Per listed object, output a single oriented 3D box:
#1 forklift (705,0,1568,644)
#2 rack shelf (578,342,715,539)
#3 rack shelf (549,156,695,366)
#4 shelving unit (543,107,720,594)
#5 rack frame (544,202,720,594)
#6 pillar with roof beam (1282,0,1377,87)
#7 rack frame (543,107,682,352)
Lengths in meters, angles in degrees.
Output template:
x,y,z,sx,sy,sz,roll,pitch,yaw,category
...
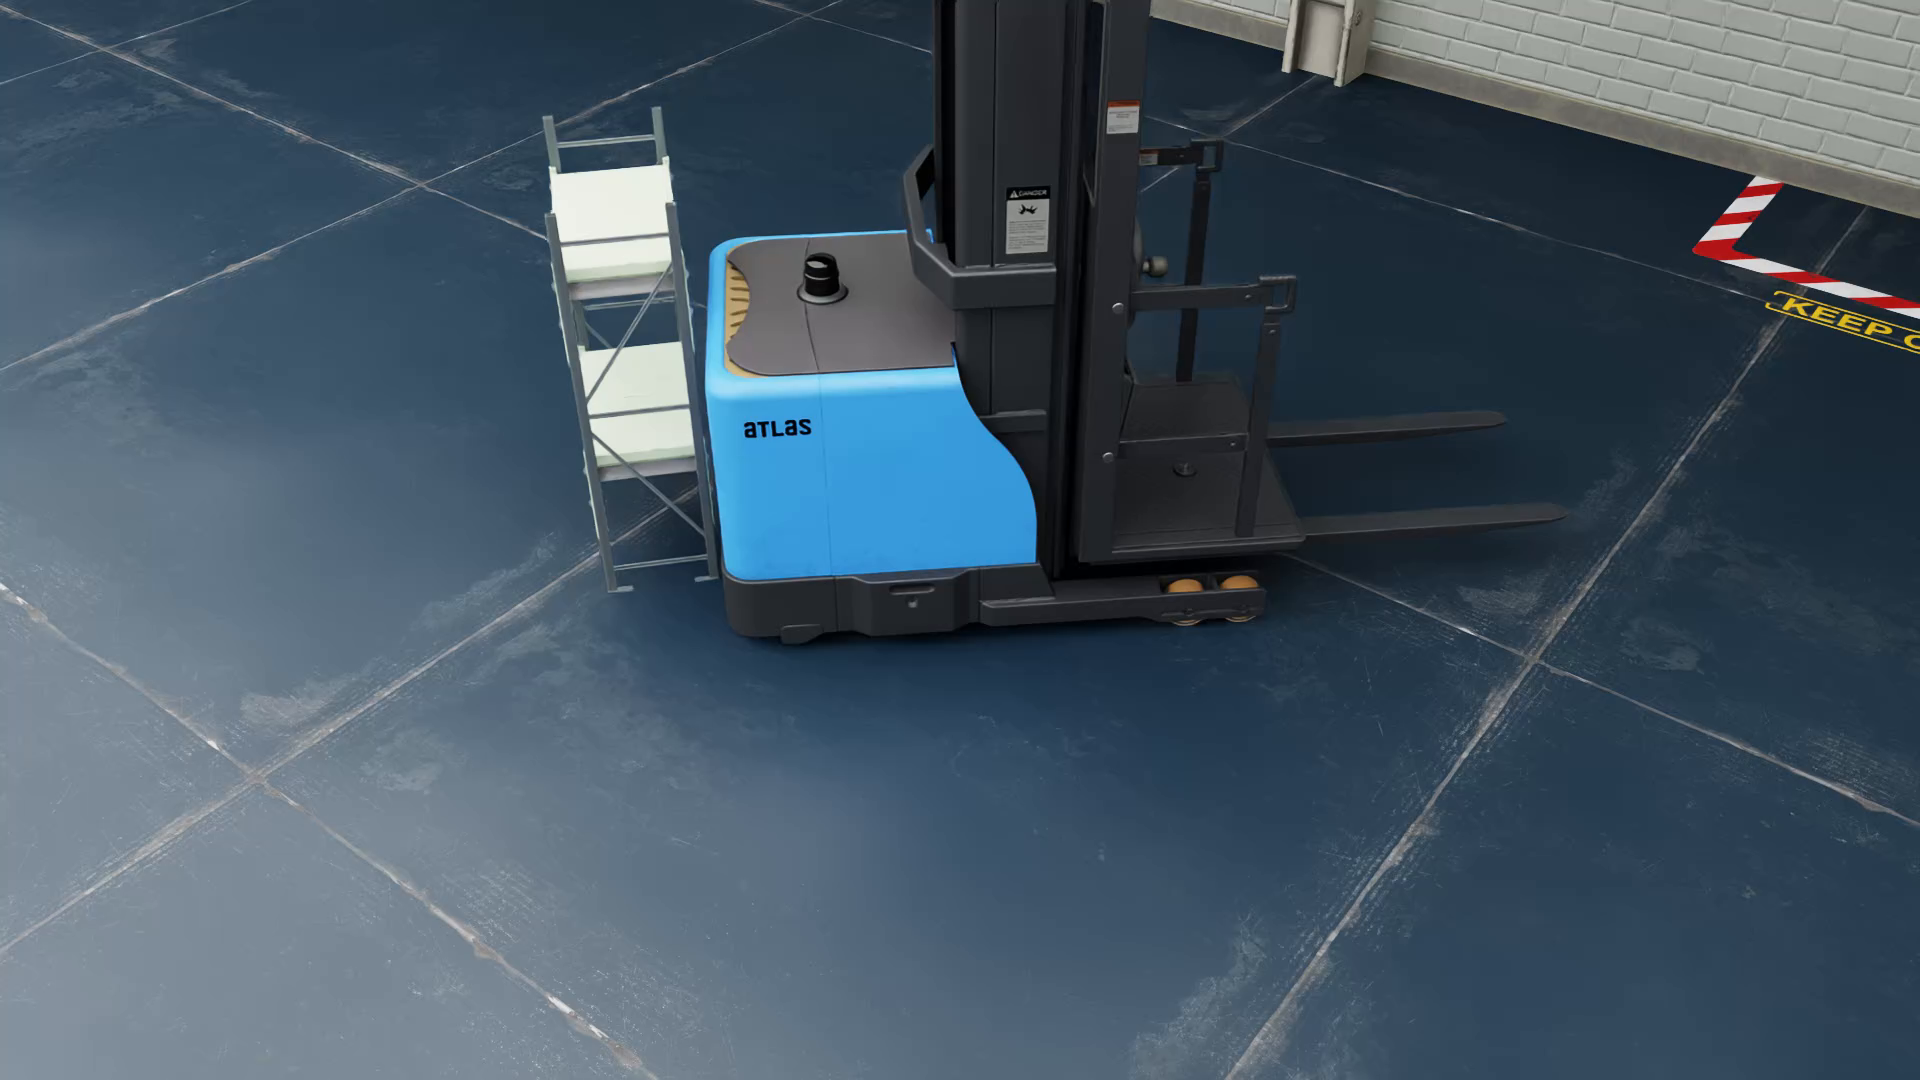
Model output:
x,y,z,sx,sy,sz,roll,pitch,yaw,category
0.655,-1.174,5.372,3.031,2.935,1.130,-4,38,-5,forklift
-1.149,-0.392,6.063,0.431,0.370,0.720,-7,39,-9,rack shelf
-1.149,-0.956,5.621,0.431,0.370,0.720,-7,39,-9,rack shelf
-1.149,-0.649,5.862,0.431,1.500,0.755,-7,39,-9,shelving unit
-1.075,-0.428,5.580,0.400,1.500,0.023,-7,39,-9,rack frame
-0.477,-4.195,4.309,0.400,9.000,9.100,25,45,29,pillar with roof beam
-1.222,-0.870,6.144,0.400,1.500,0.023,-7,39,-9,rack frame
